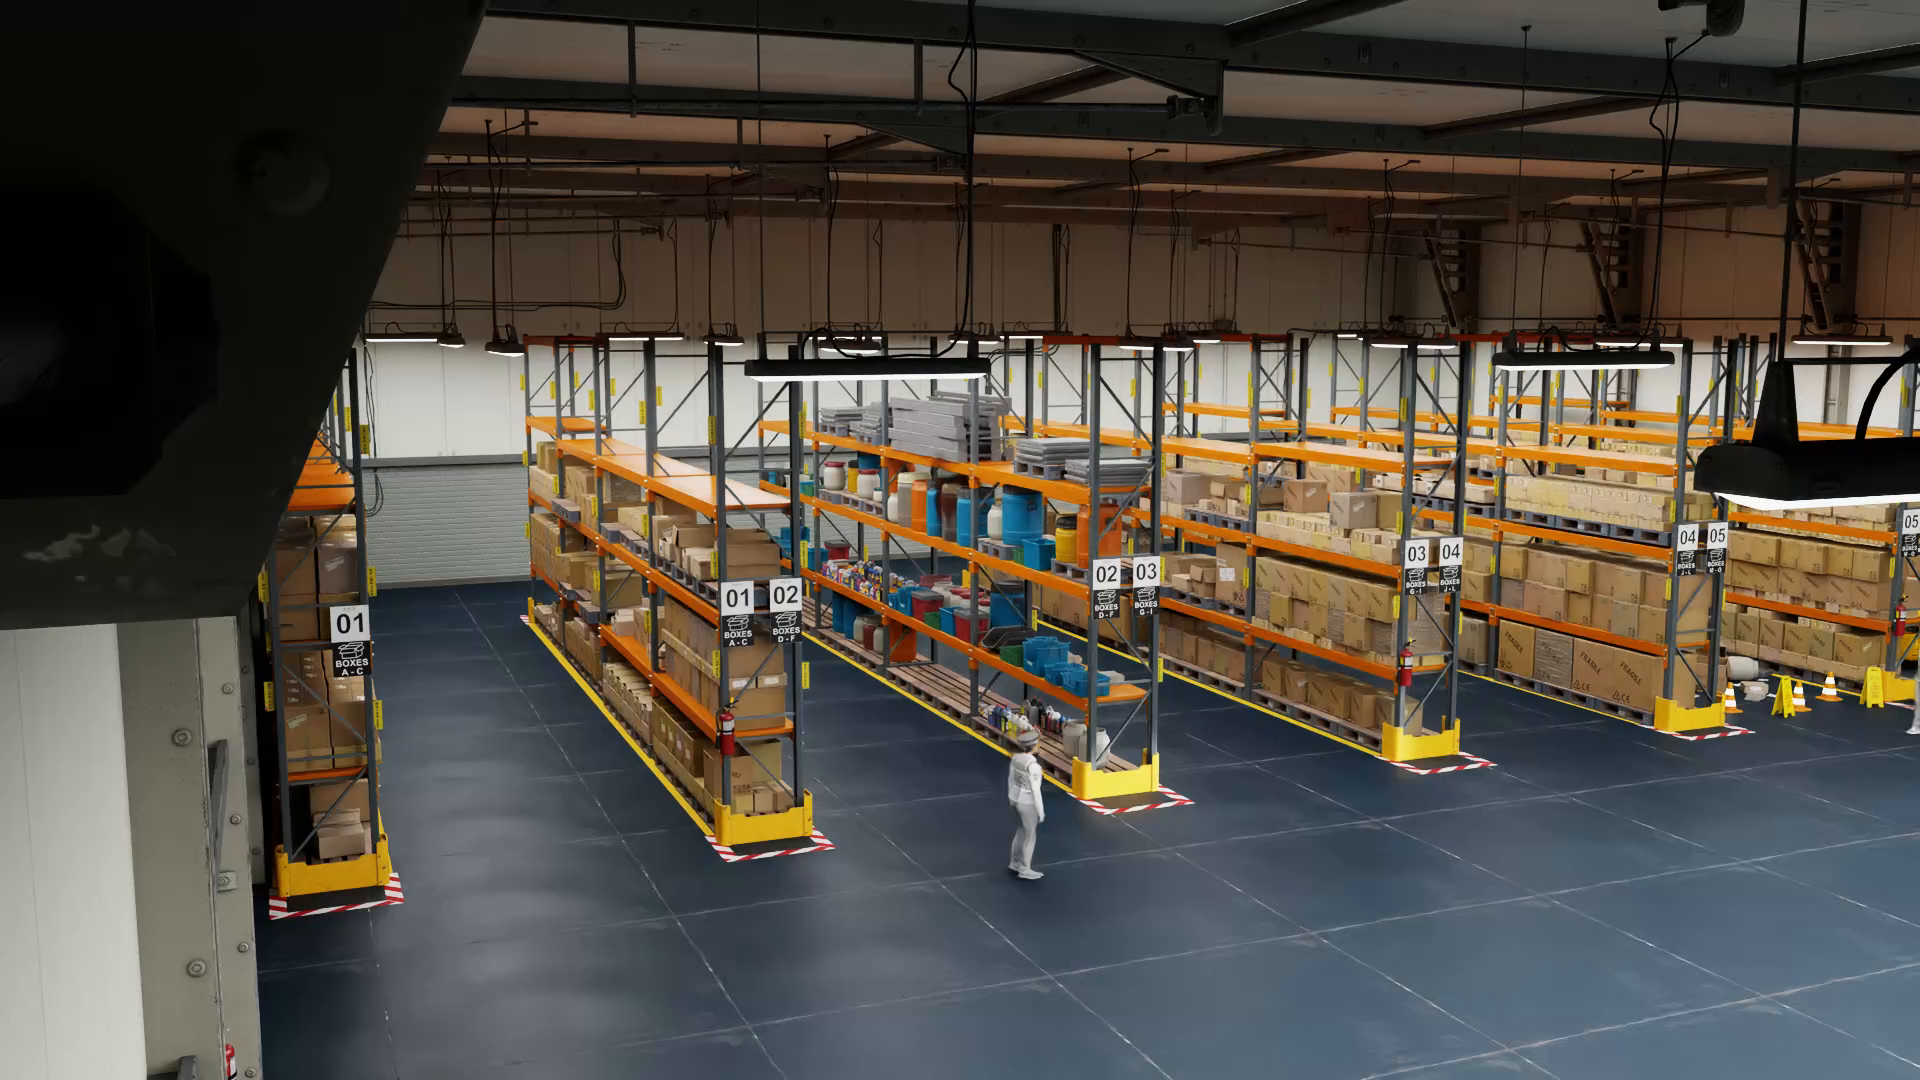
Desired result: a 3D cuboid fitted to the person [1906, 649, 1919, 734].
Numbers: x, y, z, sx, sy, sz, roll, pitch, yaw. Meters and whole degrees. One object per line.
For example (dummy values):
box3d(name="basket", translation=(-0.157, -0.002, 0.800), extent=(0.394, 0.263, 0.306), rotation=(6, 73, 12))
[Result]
box3d(name="person", translation=(14.842, 2.170, 25.457), extent=(0.753, 1.577, 0.407), rotation=(-7, 10, -43))

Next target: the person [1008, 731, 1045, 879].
box3d(name="person", translation=(0.745, 3.040, 18.904), extent=(0.345, 1.735, 0.572), rotation=(-4, 9, -29))
